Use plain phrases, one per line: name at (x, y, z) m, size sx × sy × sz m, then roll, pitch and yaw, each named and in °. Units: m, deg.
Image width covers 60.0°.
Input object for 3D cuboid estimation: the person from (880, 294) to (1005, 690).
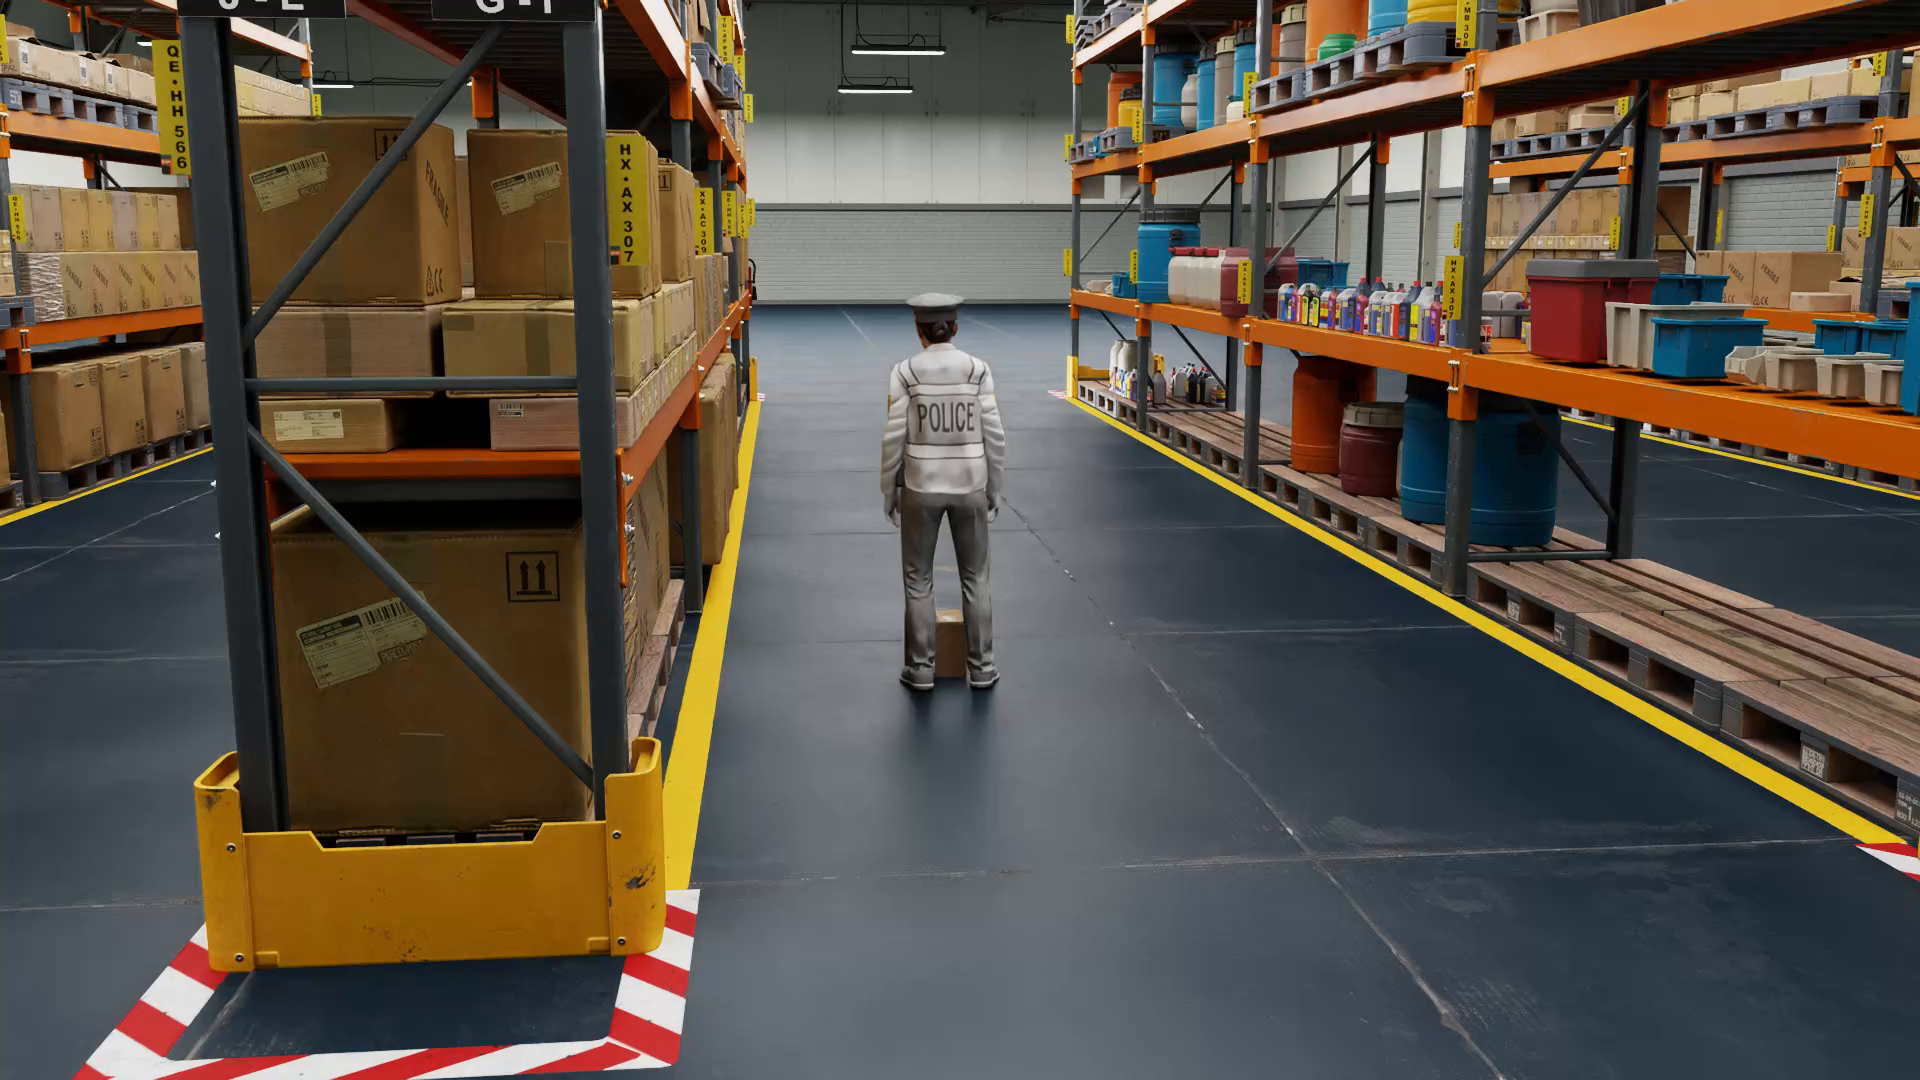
person at (-0.075, -0.194, 6.986) m, size 0.524 × 1.662 × 0.373 m, roll -1°, pitch 10°, yaw -8°
